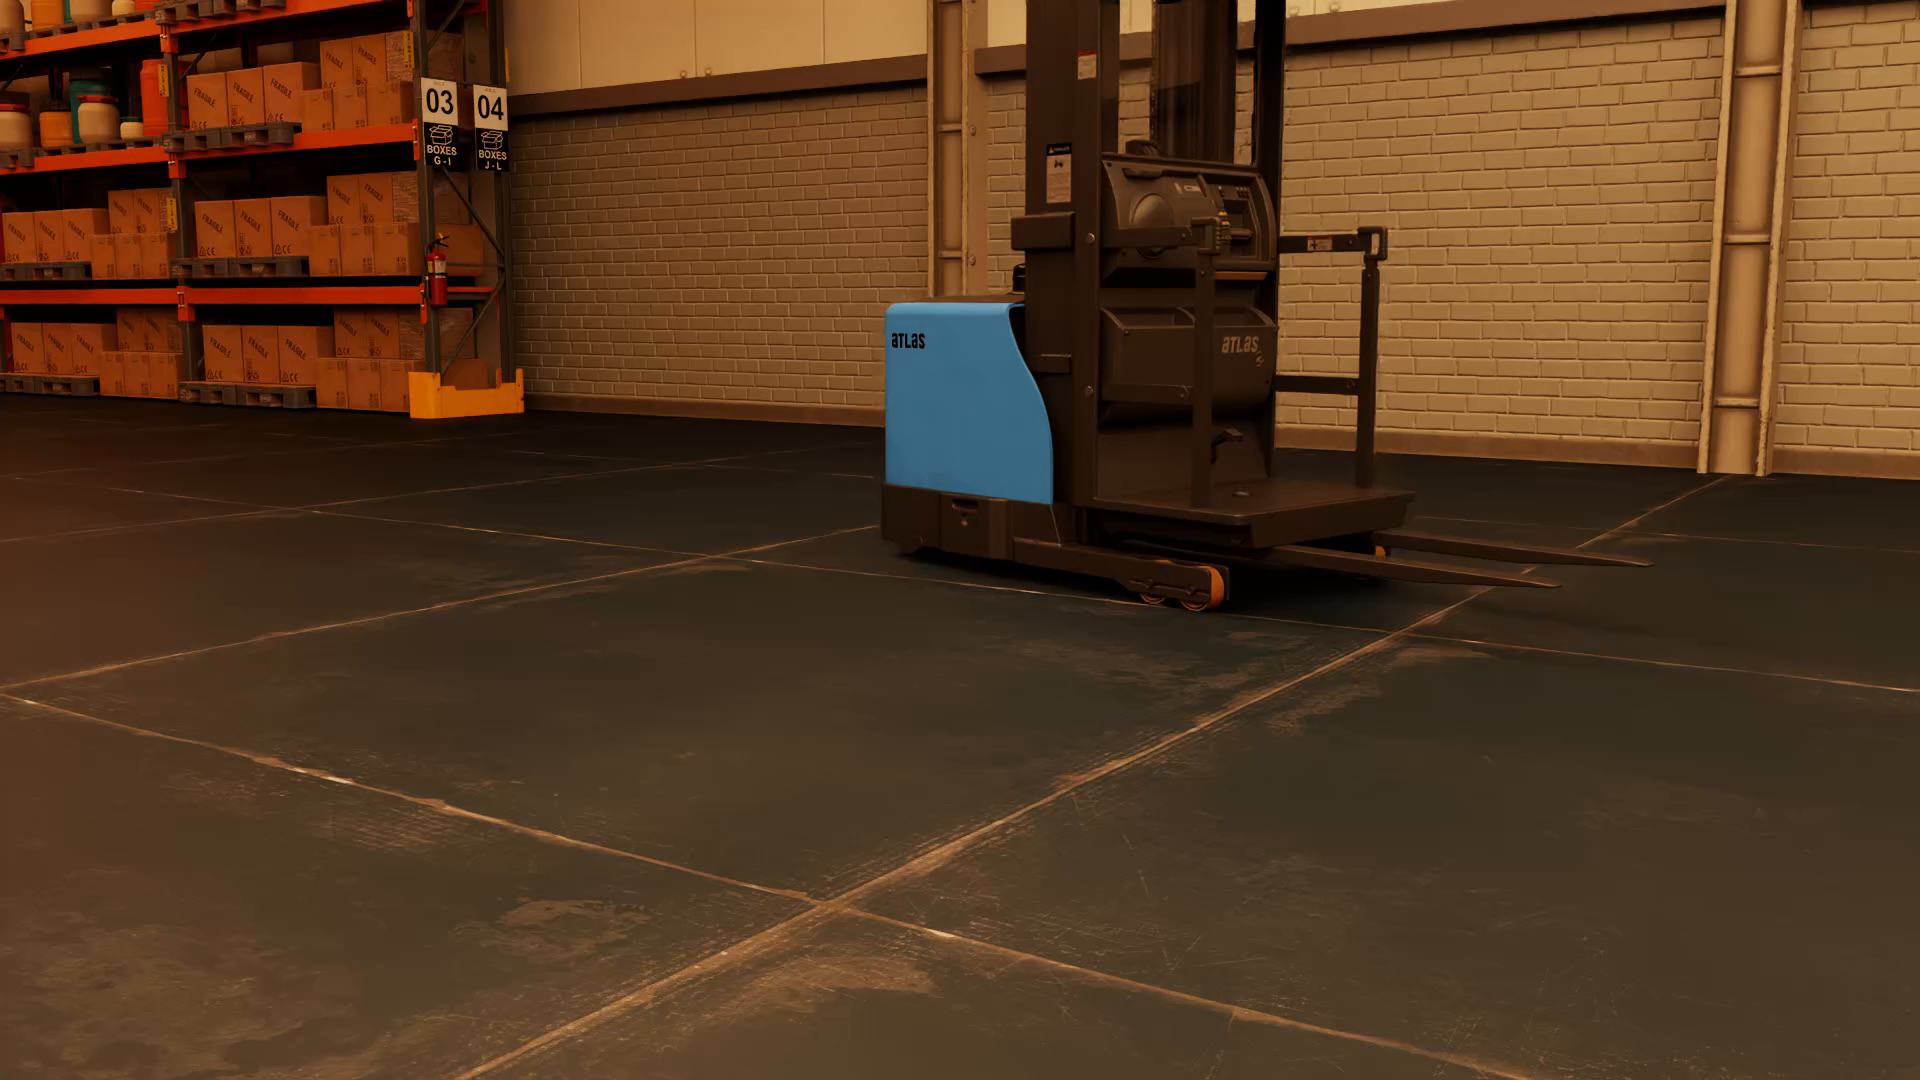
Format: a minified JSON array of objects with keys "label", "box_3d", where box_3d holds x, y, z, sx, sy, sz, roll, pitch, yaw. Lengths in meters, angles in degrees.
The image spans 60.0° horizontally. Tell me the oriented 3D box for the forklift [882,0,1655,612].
[{"label":"forklift","box_3d":[1.028,-1.279,6.189,1.130,2.935,3.031,-7,11,-42]}]
